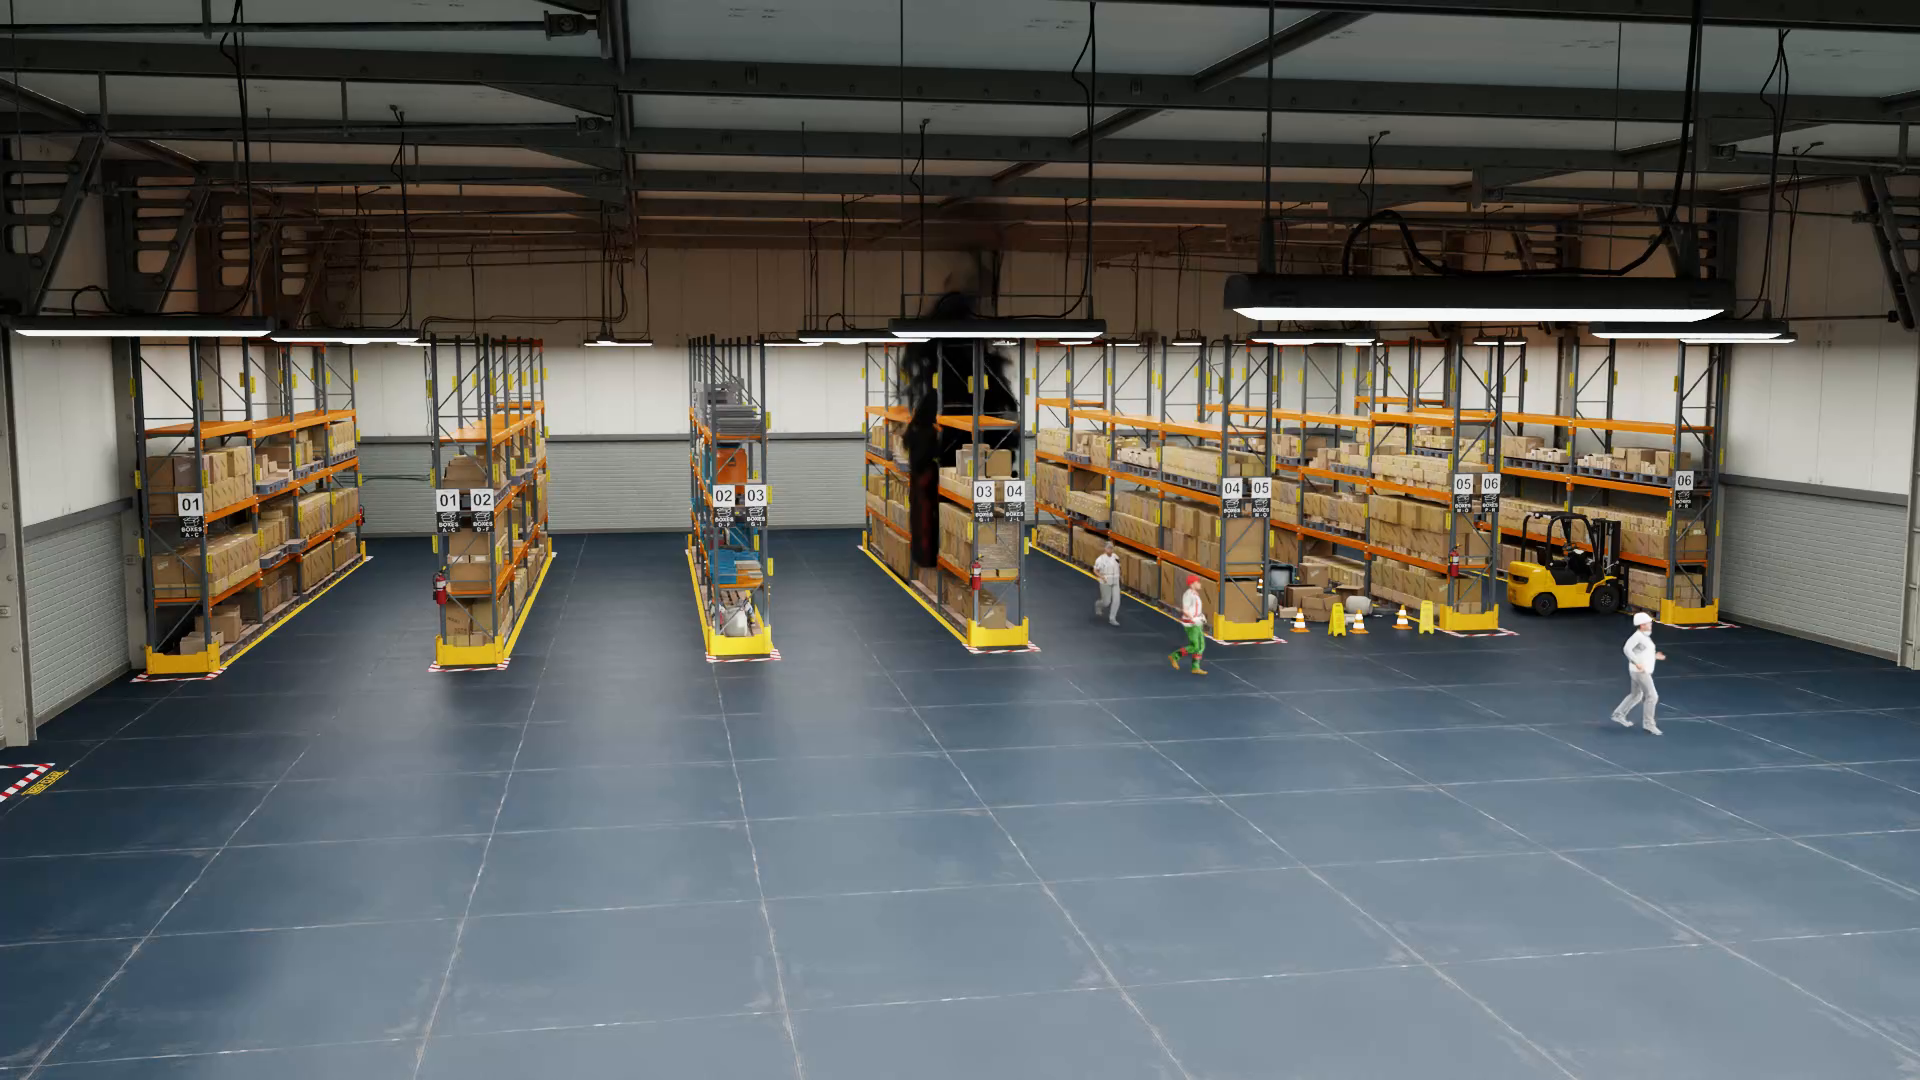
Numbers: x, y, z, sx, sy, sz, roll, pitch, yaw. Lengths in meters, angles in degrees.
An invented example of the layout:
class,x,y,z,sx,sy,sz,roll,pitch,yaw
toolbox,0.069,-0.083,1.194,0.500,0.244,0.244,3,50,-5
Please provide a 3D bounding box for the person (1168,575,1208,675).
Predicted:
class,x,y,z,sx,sy,sz,roll,pitch,yaw
person,4.053,1.491,29.406,0.694,1.765,0.682,2,7,19

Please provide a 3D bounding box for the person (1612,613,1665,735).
class,x,y,z,sx,sy,sz,roll,pitch,yaw
person,10.204,1.994,24.954,0.726,1.823,0.661,3,7,24

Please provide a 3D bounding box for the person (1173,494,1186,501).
class,x,y,z,sx,sy,sz,roll,pitch,yaw
person,6.681,-0.916,50.823,0.536,1.657,0.747,1,7,5

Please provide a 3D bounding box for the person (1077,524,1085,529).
class,x,y,z,sx,sy,sz,roll,pitch,yaw
person,3.758,-0.762,49.465,0.733,1.740,0.678,-5,8,-38

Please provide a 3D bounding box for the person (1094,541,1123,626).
class,x,y,z,sx,sy,sz,roll,pitch,yaw
person,3.128,0.885,34.803,0.677,1.749,0.812,-3,7,-21
